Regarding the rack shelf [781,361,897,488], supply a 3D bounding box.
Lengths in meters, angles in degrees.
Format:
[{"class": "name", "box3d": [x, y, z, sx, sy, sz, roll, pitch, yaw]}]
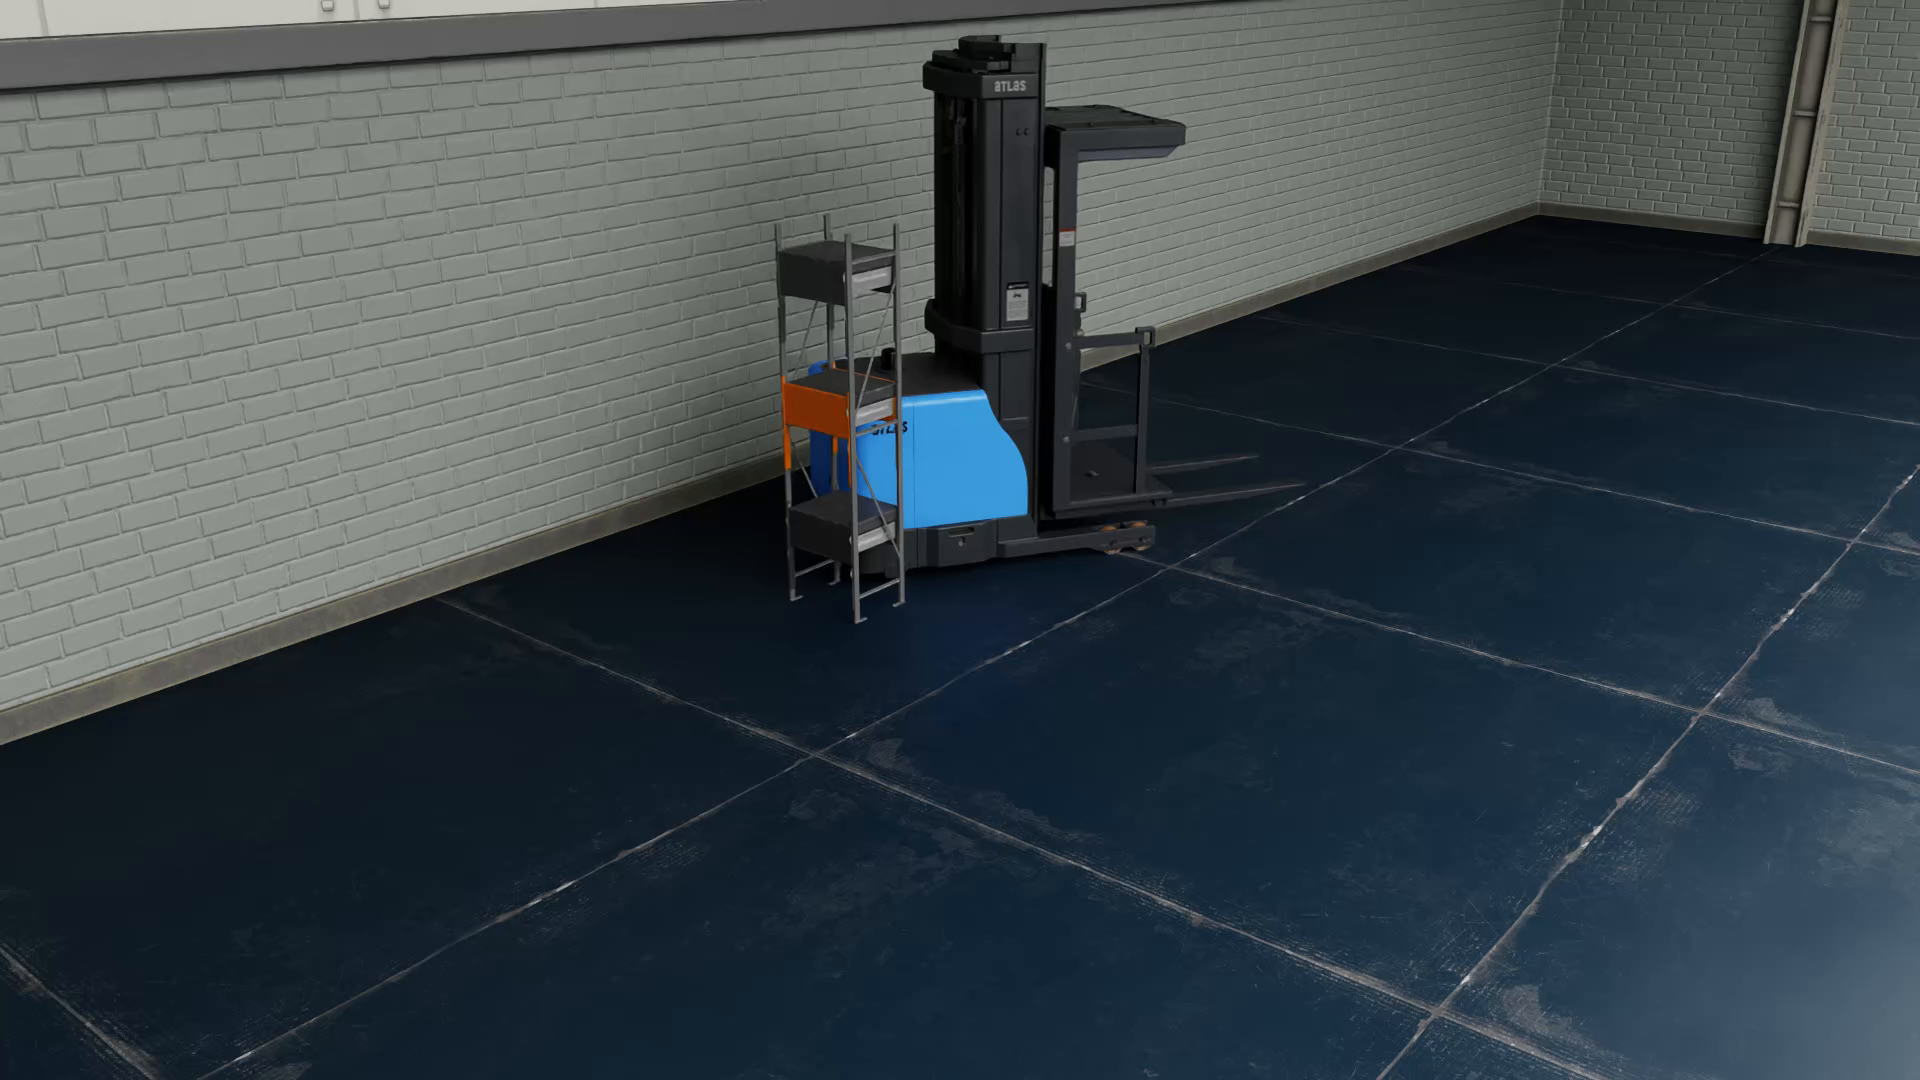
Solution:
[{"class": "rack shelf", "box3d": [-0.630, -0.625, 8.889, 0.480, 0.518, 0.431, 16, 26, 36]}]

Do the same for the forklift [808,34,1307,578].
[{"class": "forklift", "box3d": [0.650, -1.453, 9.866, 3.031, 2.935, 1.130, -7, 22, -18]}]

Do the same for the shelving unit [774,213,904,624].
[{"class": "shelving unit", "box3d": [-0.630, -0.638, 8.884, 0.503, 2.100, 0.431, 16, 26, 36]}]

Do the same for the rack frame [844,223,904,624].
[{"class": "rack frame", "box3d": [-0.441, -0.584, 8.740, 0.015, 2.100, 0.400, 16, 26, 36]}]

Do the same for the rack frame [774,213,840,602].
[{"class": "rack frame", "box3d": [-0.819, -0.692, 9.028, 0.015, 2.100, 0.400, 16, 26, 36]}]

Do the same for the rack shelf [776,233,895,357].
[{"class": "rack shelf", "box3d": [-0.630, -1.280, 8.642, 0.480, 0.518, 0.431, 16, 26, 36]}]

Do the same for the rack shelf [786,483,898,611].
[{"class": "rack shelf", "box3d": [-0.630, 0.030, 9.136, 0.480, 0.518, 0.431, 16, 26, 36]}]

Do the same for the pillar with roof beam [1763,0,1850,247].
[{"class": "pillar with roof beam", "box3d": [6.848, -6.478, 14.593, 0.400, 9.000, 9.100, 16, 26, 36]}]
